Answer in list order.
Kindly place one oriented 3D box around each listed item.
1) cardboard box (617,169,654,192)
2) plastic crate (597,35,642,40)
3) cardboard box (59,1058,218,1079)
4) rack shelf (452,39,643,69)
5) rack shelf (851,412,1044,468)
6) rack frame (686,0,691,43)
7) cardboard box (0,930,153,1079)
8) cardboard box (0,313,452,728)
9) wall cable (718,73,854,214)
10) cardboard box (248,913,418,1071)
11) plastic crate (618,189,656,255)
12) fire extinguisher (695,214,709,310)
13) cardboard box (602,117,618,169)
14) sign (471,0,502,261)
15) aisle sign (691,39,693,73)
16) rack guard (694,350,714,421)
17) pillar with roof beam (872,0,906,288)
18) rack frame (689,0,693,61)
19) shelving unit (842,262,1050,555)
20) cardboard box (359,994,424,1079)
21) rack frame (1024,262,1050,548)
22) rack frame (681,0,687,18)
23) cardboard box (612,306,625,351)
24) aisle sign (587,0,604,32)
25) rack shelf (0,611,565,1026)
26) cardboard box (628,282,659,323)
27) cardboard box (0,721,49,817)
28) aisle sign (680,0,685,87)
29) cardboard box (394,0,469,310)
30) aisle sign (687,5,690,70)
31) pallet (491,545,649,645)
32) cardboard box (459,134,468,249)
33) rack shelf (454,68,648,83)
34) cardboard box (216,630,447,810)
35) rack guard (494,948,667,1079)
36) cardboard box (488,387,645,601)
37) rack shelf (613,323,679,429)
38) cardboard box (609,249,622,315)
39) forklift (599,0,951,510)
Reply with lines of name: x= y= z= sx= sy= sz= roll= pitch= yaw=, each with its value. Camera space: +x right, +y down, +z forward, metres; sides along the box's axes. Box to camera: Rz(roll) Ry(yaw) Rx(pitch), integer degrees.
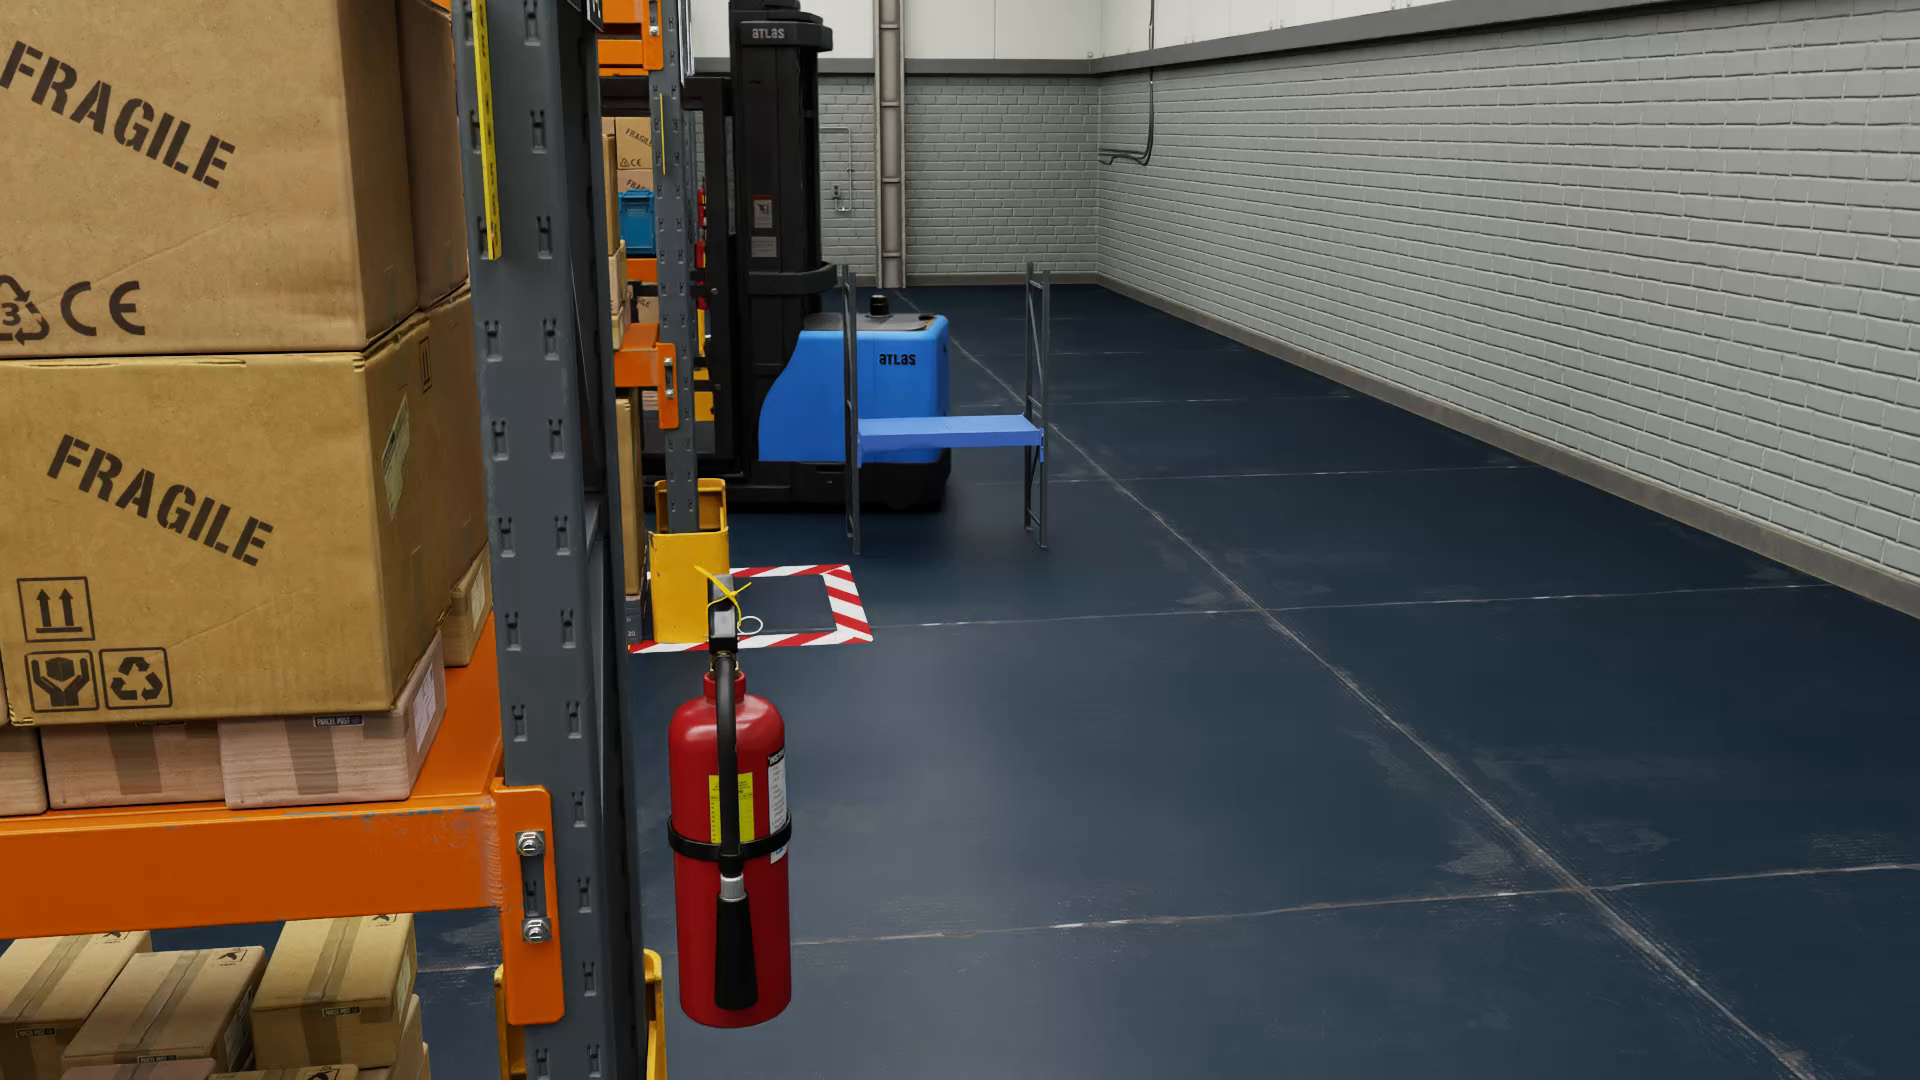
cardboard box: x=-3.174 y=-3.486 z=16.751 sx=0.500 sy=0.500 sz=0.500 roll=-2 pitch=14 yaw=-7
plastic crate: x=-2.459 y=-3.772 z=12.200 sx=0.590 sy=0.269 sz=0.497 roll=-2 pitch=14 yaw=-8
cardboard box: x=-1.403 y=1.026 z=2.737 sx=0.250 sy=0.149 sz=0.380 roll=-2 pitch=14 yaw=-7
rack shelf: x=-4.015 y=-3.361 z=11.771 sx=4.000 sy=0.370 sz=1.077 roll=-2 pitch=14 yaw=-8
rack shelf: x=-0.084 y=-0.550 z=9.071 sx=1.000 sy=0.185 sz=0.538 roll=-2 pitch=14 yaw=-8
rack frame: x=-2.771 y=-6.429 z=16.359 sx=0.127 sy=3.000 sz=1.000 roll=-2 pitch=14 yaw=-8
cardboard box: x=-1.752 y=0.905 z=3.220 sx=0.250 sy=0.149 sz=0.380 roll=-2 pitch=14 yaw=-8
cardboard box: x=-1.066 y=-0.054 z=2.455 sx=0.500 sy=0.500 sz=0.500 roll=-2 pitch=14 yaw=-7
wall cable: x=-2.388 y=-5.478 z=22.808 sx=1.851 sy=1.984 sz=0.084 roll=-2 pitch=14 yaw=-8
cardboard box: x=-1.229 y=0.888 z=3.288 sx=0.250 sy=0.149 sz=0.380 roll=-3 pitch=14 yaw=-11
plastic crate: x=-2.340 y=-2.317 z=12.098 sx=0.499 sy=0.435 sz=0.616 roll=-2 pitch=14 yaw=-8
fire extinguisher: x=-1.820 y=-2.006 z=11.978 sx=0.183 sy=0.674 sz=0.296 roll=-2 pitch=14 yaw=-8
cardboard box: x=-3.670 y=-3.952 z=16.553 sx=0.500 sy=0.500 sz=0.500 roll=-2 pitch=14 yaw=-7
sign: x=-0.597 y=-0.520 z=2.100 sx=0.005 sy=0.325 sz=0.100 roll=-2 pitch=14 yaw=-8
aisle sign: x=-2.748 y=-4.853 z=17.064 sx=0.004 sy=0.787 sz=0.394 roll=-2 pitch=14 yaw=-8
rack guard: x=-2.015 y=-1.119 z=12.657 sx=0.348 sy=0.500 sz=1.175 roll=-2 pitch=14 yaw=-8
pillar with roof beam: x=-0.331 y=-6.891 z=18.201 sx=0.400 sy=9.000 sz=9.100 roll=-2 pitch=14 yaw=-8
rack frame: x=-3.513 y=-7.621 z=21.110 sx=0.127 sy=3.000 sz=1.000 roll=-2 pitch=14 yaw=-8
shelving unit: x=-0.084 y=-0.724 z=9.027 sx=1.048 sy=1.500 sz=0.538 roll=-2 pitch=14 yaw=-8
cardboard box: x=-1.217 y=1.052 z=3.245 sx=0.250 sy=0.149 sz=0.380 roll=-1 pitch=14 yaw=-6
rack frame: x=0.418 y=-0.743 z=9.101 sx=0.032 sy=1.500 sz=0.500 roll=-2 pitch=14 yaw=-8
rack frame: x=-2.037 y=-5.238 z=11.608 sx=0.127 sy=3.000 sz=1.000 roll=-2 pitch=14 yaw=-8
cardboard box: x=-1.602 y=-0.922 z=7.250 sx=0.250 sy=0.149 sz=0.380 roll=-2 pitch=14 yaw=-7
aisle sign: x=-0.633 y=-1.275 z=2.797 sx=0.004 sy=0.787 sz=0.394 roll=-2 pitch=14 yaw=-8
rack shelf: x=-2.638 y=0.482 z=2.613 sx=4.000 sy=0.370 sz=1.077 roll=-2 pitch=14 yaw=-8
cardboard box: x=-3.272 y=-2.441 z=17.025 sx=0.500 sy=0.500 sz=0.500 roll=-2 pitch=14 yaw=-8
cardboard box: x=-1.438 y=0.275 z=2.477 sx=0.250 sy=0.149 sz=0.380 roll=-2 pitch=14 yaw=-9
aisle sign: x=-1.273 y=-2.472 z=7.569 sx=0.004 sy=0.787 sz=0.394 roll=-2 pitch=14 yaw=-8
cardboard box: x=-1.144 y=-0.665 z=2.835 sx=0.500 sy=0.500 sz=0.500 roll=-2 pitch=14 yaw=-9
aisle sign: x=-2.010 y=-3.663 z=12.316 sx=0.004 sy=0.787 sz=0.394 roll=-2 pitch=14 yaw=-8
pallet: x=-2.078 y=0.264 z=7.735 sx=1.213 sy=0.211 sz=1.003 roll=-2 pitch=14 yaw=-8
cardboard box: x=-2.309 y=-1.601 z=7.595 sx=0.500 sy=0.500 sz=0.500 roll=-2 pitch=14 yaw=-10
rack shelf: x=-4.749 y=-4.553 z=16.523 sx=4.000 sy=0.370 sz=1.077 roll=-2 pitch=14 yaw=-8
cardboard box: x=-0.941 y=0.262 z=2.527 sx=0.250 sy=0.149 sz=0.380 roll=-2 pitch=14 yaw=-8
rack guard: x=-0.735 y=1.276 z=3.108 sx=0.348 sy=0.500 sz=1.175 roll=-2 pitch=14 yaw=-8
cardboard box: x=-1.920 y=-0.267 z=7.625 sx=0.875 sy=0.875 sz=0.875 roll=-2 pitch=14 yaw=-8
rack shelf: x=-3.277 y=-0.715 z=7.385 sx=4.000 sy=0.370 sz=1.077 roll=-2 pitch=14 yaw=-8
cardboard box: x=-1.739 y=-1.127 z=7.244 sx=0.500 sy=0.250 sz=0.500 roll=-2 pitch=14 yaw=-9
forklift: x=-1.599 y=-1.720 z=10.055 sx=3.031 sy=2.935 sz=1.130 roll=1 pitch=14 yaw=4
